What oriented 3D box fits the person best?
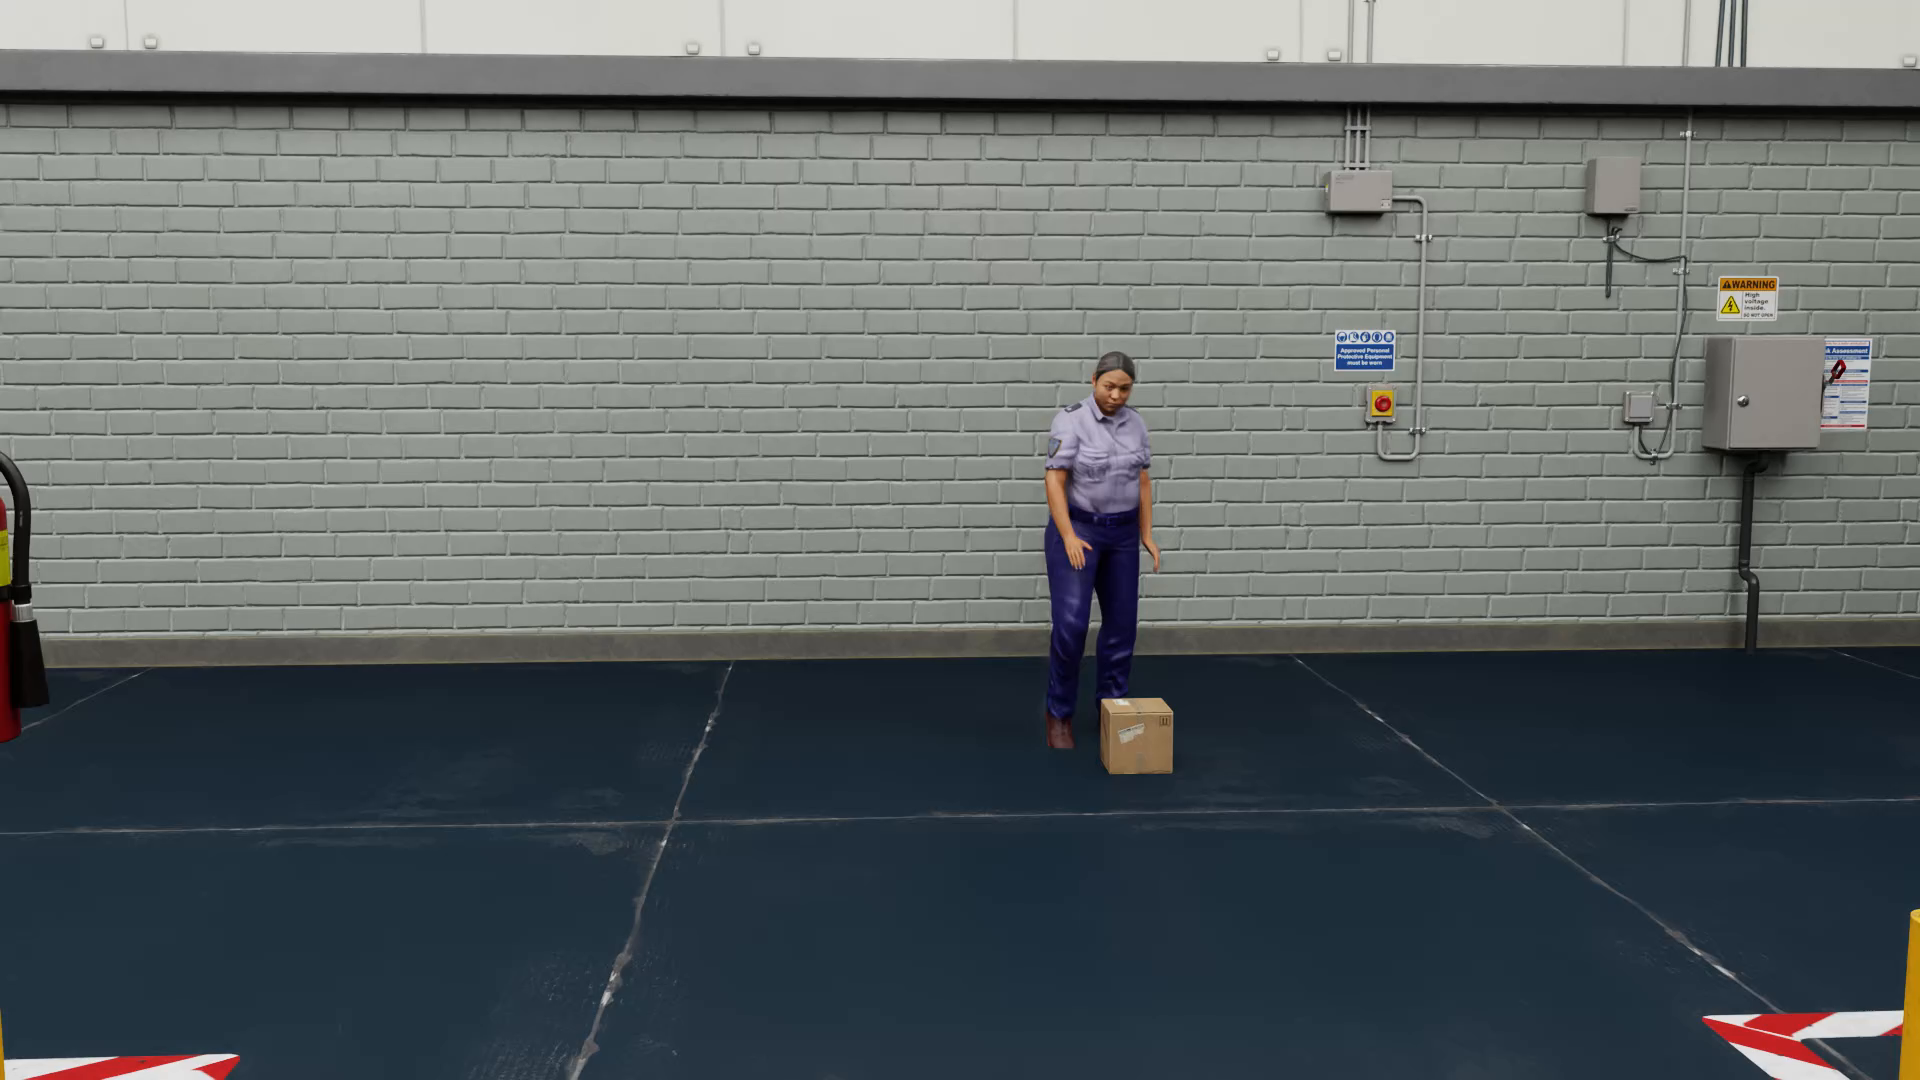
[{"bbox_3d":[0.577,0.055,7.053,0.536,1.701,0.426,-4,8,-30],"label":"person"}]
